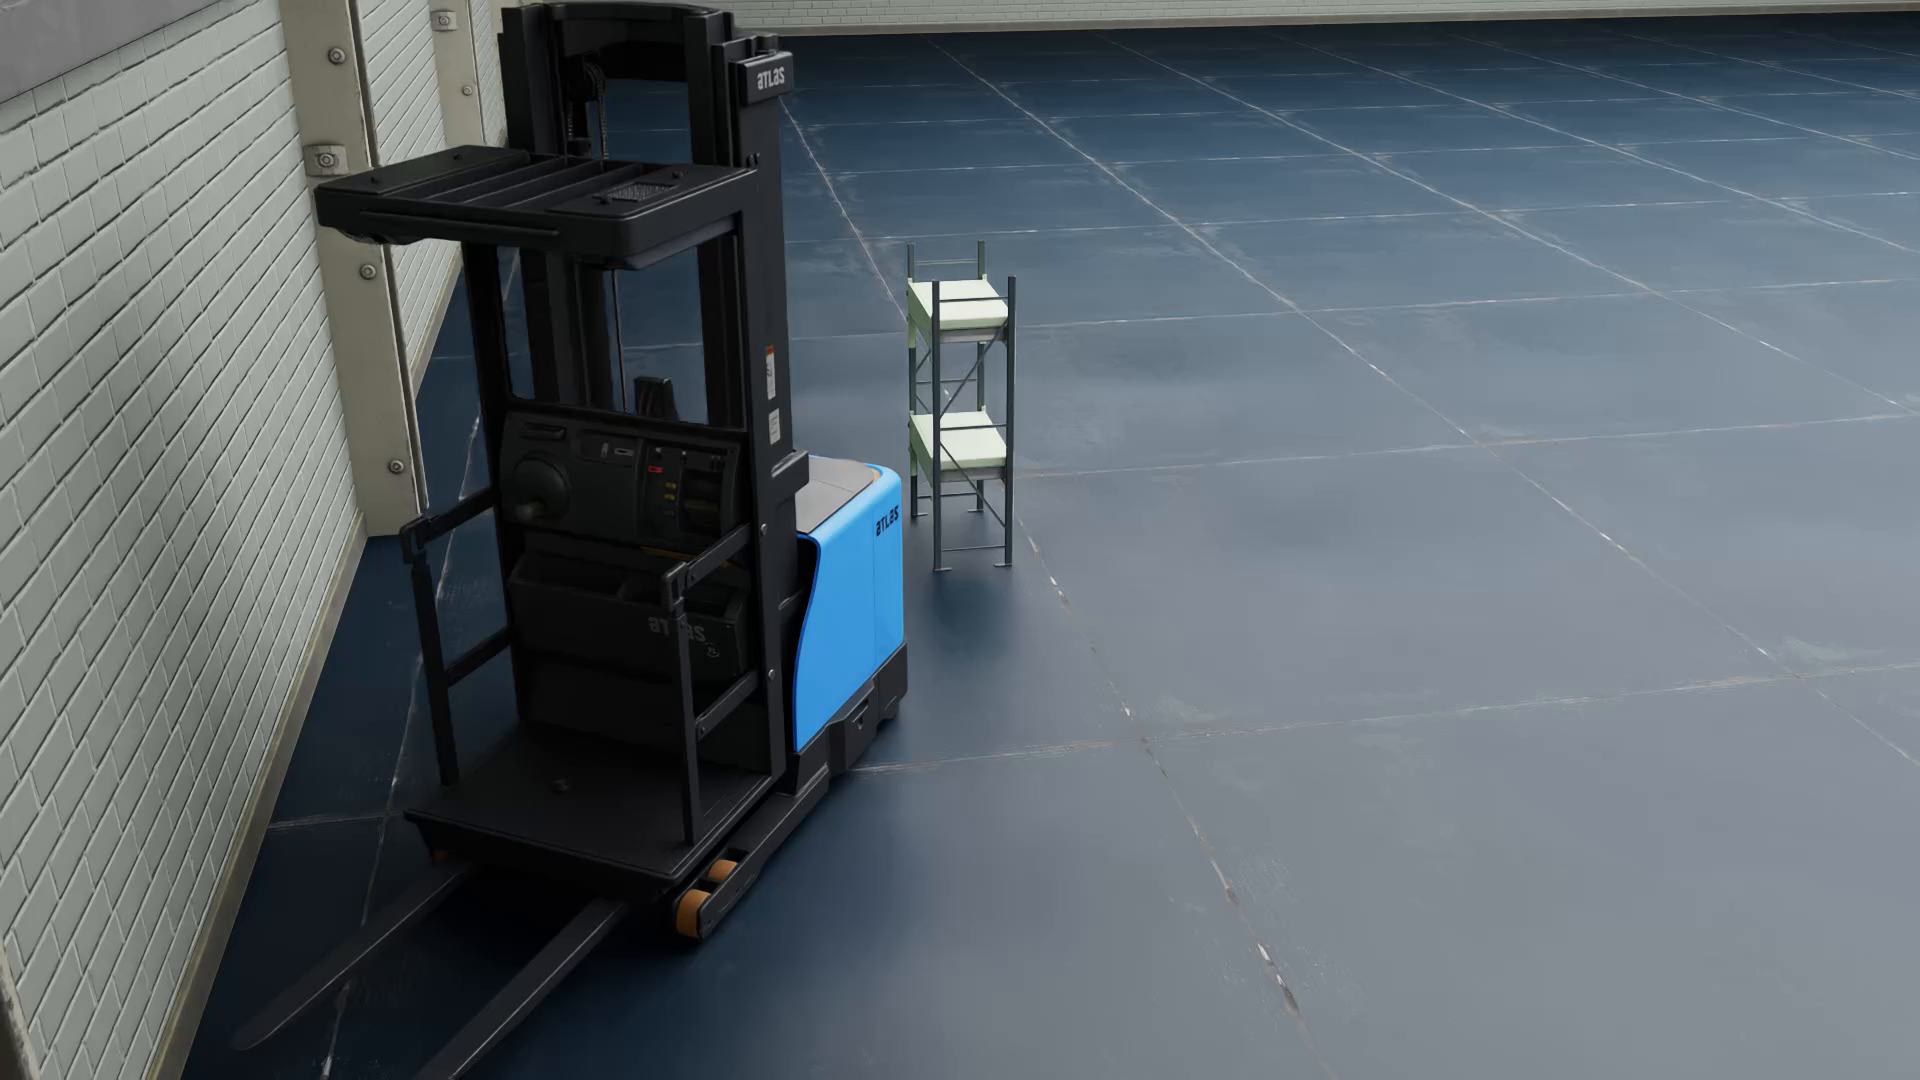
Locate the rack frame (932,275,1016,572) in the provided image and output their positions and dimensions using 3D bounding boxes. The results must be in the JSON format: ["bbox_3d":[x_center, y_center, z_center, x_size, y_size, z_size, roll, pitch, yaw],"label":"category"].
[{"bbox_3d":[0.066,-0.546,8.126,0.400,1.500,0.023,-4,24,-10],"label":"rack frame"}]

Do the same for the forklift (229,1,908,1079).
[{"bbox_3d":[-1.246,-0.179,5.498,1.130,2.935,3.031,9,25,20],"label":"forklift"}]

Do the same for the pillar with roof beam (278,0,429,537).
[{"bbox_3d":[1.179,-4.548,7.920,9.100,9.000,0.400,-4,24,-10],"label":"pillar with roof beam"}]

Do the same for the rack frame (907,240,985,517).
[{"bbox_3d":[-0.069,-0.834,8.785,0.400,1.500,0.023,-4,24,-10],"label":"rack frame"}]

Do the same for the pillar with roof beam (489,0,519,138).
[{"bbox_3d":[-1.040,-9.268,18.727,9.100,9.000,0.400,-4,24,-10],"label":"pillar with roof beam"}]

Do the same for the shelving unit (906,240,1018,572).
[{"bbox_3d":[-0.001,-0.690,8.456,0.431,1.500,0.755,-4,24,-10],"label":"shelving unit"}]

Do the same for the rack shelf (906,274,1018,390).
[{"bbox_3d":[-0.001,-1.048,8.300,0.431,0.370,0.720,-4,24,-10],"label":"rack shelf"}]

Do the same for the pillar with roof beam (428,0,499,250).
[{"bbox_3d":[0.070,-6.908,13.324,9.100,9.000,0.400,-4,24,-10],"label":"pillar with roof beam"}]

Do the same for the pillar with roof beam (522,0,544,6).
[{"bbox_3d":[-2.149,-11.628,24.131,9.100,9.000,0.400,-4,24,-10],"label":"pillar with roof beam"}]

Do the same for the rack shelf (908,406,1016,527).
[{"bbox_3d":[-0.001,-0.391,8.586,0.431,0.370,0.720,-4,24,-10],"label":"rack shelf"}]
